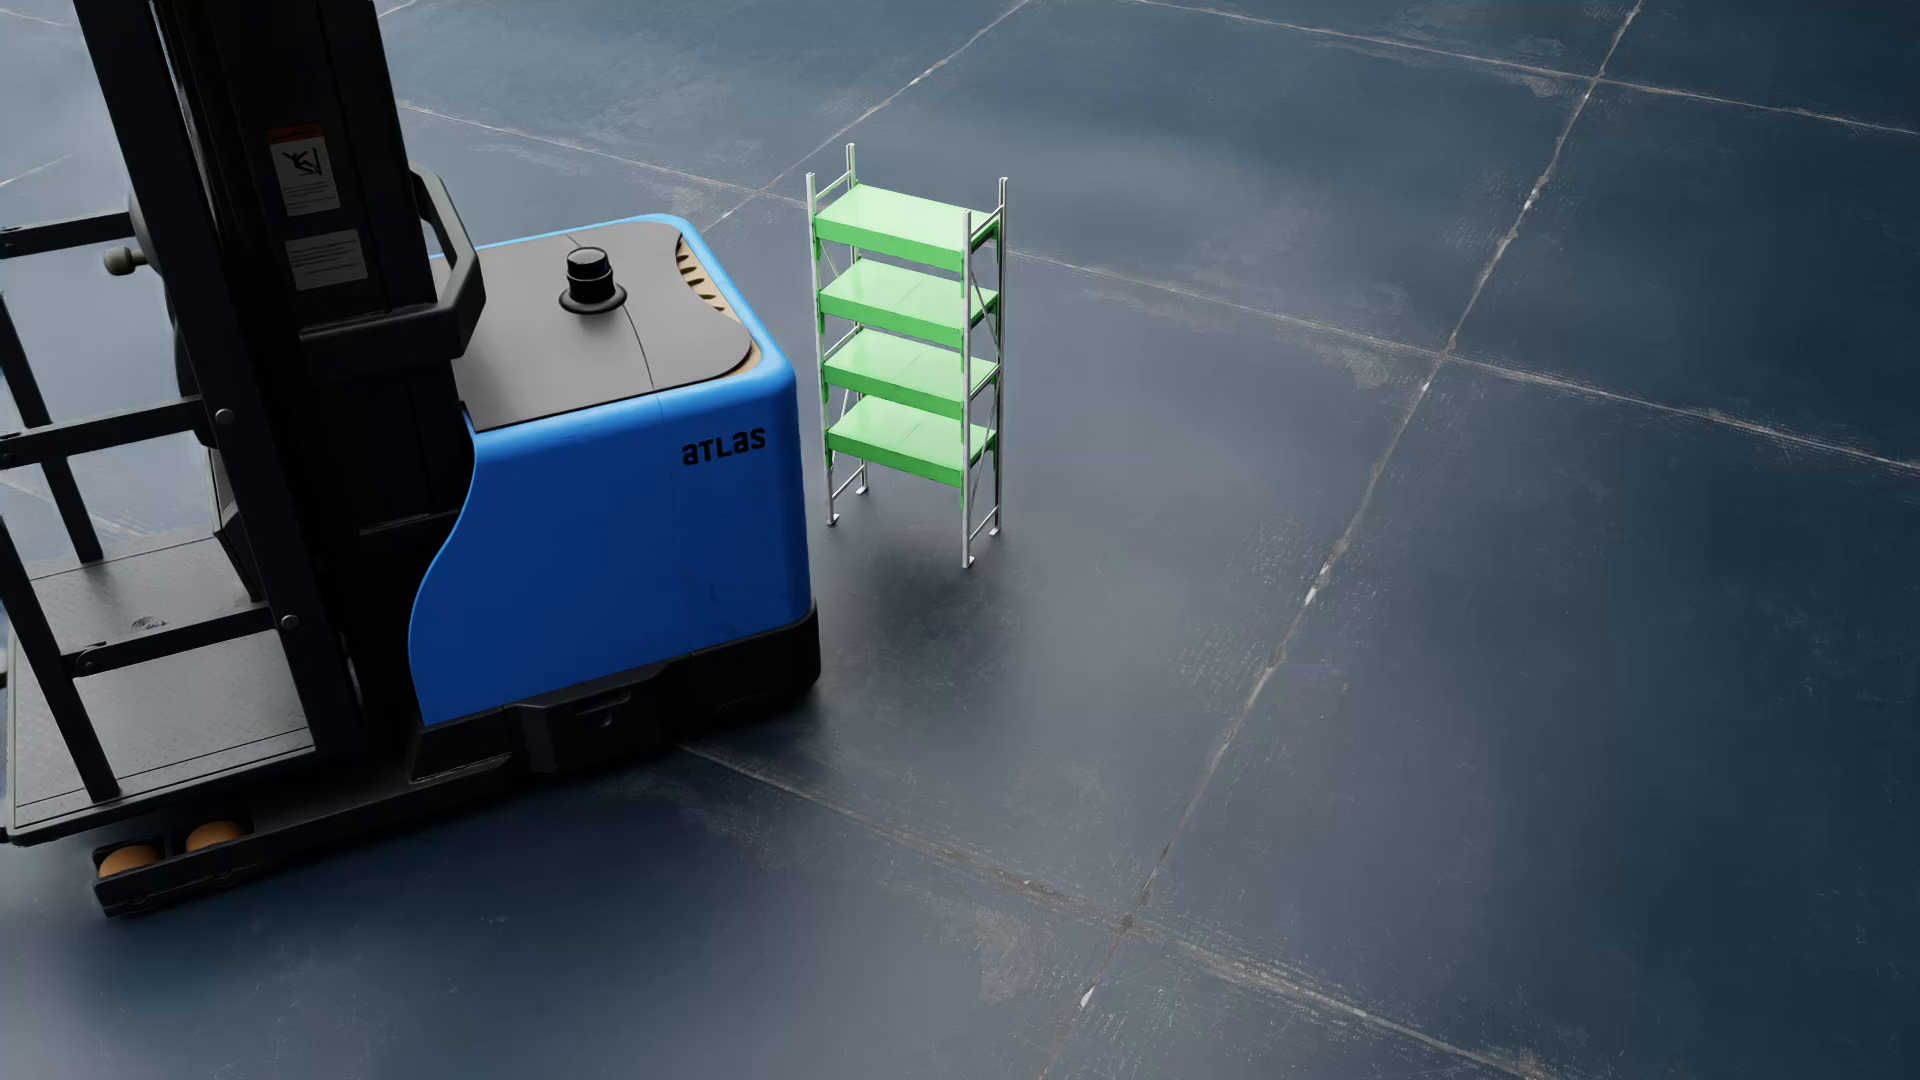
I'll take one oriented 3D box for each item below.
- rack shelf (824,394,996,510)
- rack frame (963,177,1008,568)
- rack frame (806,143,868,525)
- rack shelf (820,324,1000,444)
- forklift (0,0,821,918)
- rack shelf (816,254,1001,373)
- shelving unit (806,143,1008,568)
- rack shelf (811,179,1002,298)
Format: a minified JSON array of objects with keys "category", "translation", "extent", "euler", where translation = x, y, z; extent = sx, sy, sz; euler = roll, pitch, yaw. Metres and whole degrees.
[{"category":"rack shelf","translation":[-0.147,-0.282,5.132],"extent":[0.480,0.148,0.258],"euler":[17,41,21]},{"category":"rack frame","translation":[0.070,-0.456,4.858],"extent":[0.015,1.200,0.240],"euler":[17,41,21]},{"category":"rack frame","translation":[-0.364,-0.592,5.037],"extent":[0.015,1.200,0.240],"euler":[17,41,21]},{"category":"rack shelf","translation":[-0.147,-0.473,4.986],"extent":[0.480,0.148,0.258],"euler":[17,41,21]},{"category":"forklift","translation":[-1.950,-0.625,3.649],"extent":[3.031,2.935,1.130],"euler":[-15,40,-19]},{"category":"rack shelf","translation":[-0.147,-0.664,4.841],"extent":[0.480,0.148,0.258],"euler":[17,41,21]},{"category":"shelving unit","translation":[-0.147,-0.524,4.948],"extent":[0.503,1.200,0.258],"euler":[17,41,21]},{"category":"rack shelf","translation":[-0.147,-0.855,4.696],"extent":[0.480,0.148,0.258],"euler":[17,41,21]}]
